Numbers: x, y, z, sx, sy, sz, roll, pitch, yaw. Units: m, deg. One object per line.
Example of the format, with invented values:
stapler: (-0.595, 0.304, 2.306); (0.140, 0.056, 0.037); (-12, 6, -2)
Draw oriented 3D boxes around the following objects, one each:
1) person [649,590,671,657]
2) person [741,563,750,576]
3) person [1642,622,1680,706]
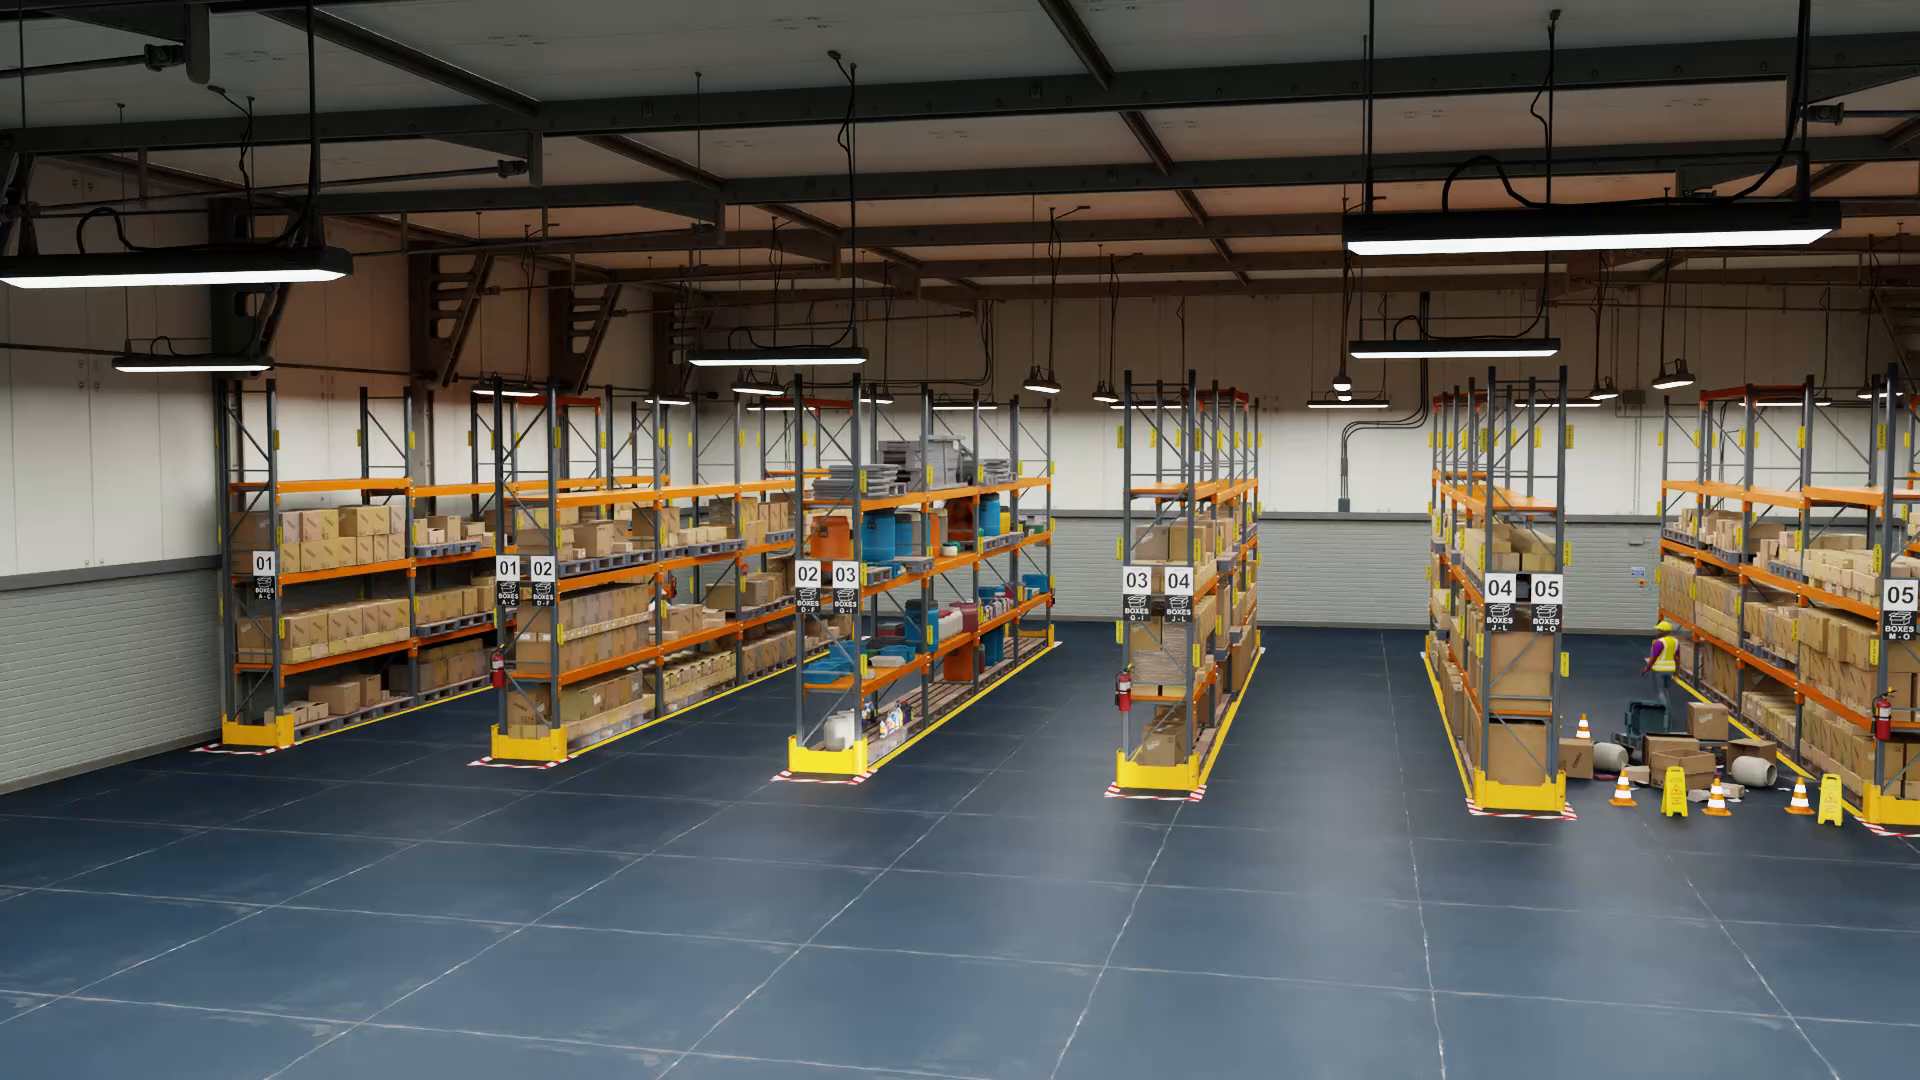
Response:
person: (-6.474, 1.961, 36.111); (0.644, 1.780, 0.767); (-2, 4, -24)
person: (-5.719, 1.537, 44.005); (0.663, 1.852, 0.749); (1, 3, 10)
person: (12.482, 2.348, 29.542); (0.644, 1.807, 0.608); (0, 3, -2)
